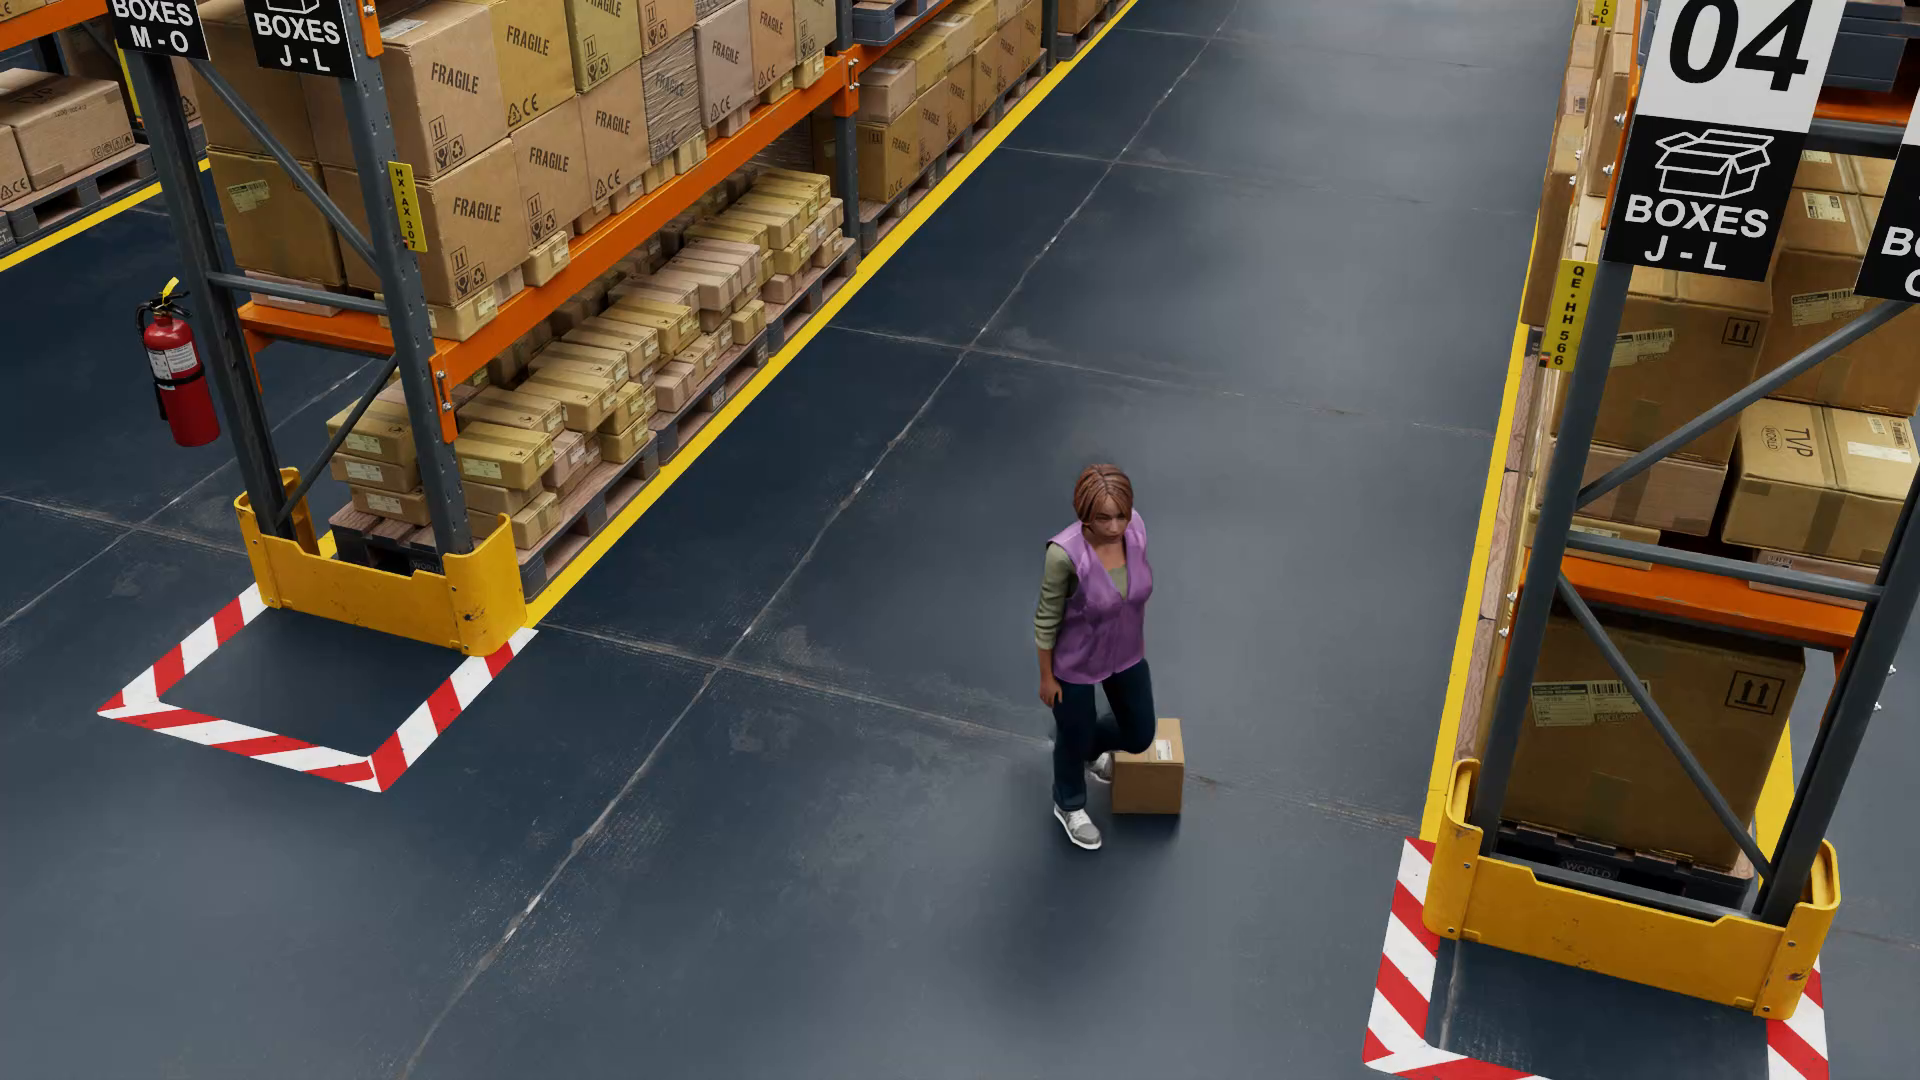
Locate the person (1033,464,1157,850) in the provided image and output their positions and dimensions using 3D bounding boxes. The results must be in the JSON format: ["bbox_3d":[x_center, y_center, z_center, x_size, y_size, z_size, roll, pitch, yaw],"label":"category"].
[{"bbox_3d":[0.423,0.374,5.575,0.468,1.589,0.463,-17,37,-24],"label":"person"}]
